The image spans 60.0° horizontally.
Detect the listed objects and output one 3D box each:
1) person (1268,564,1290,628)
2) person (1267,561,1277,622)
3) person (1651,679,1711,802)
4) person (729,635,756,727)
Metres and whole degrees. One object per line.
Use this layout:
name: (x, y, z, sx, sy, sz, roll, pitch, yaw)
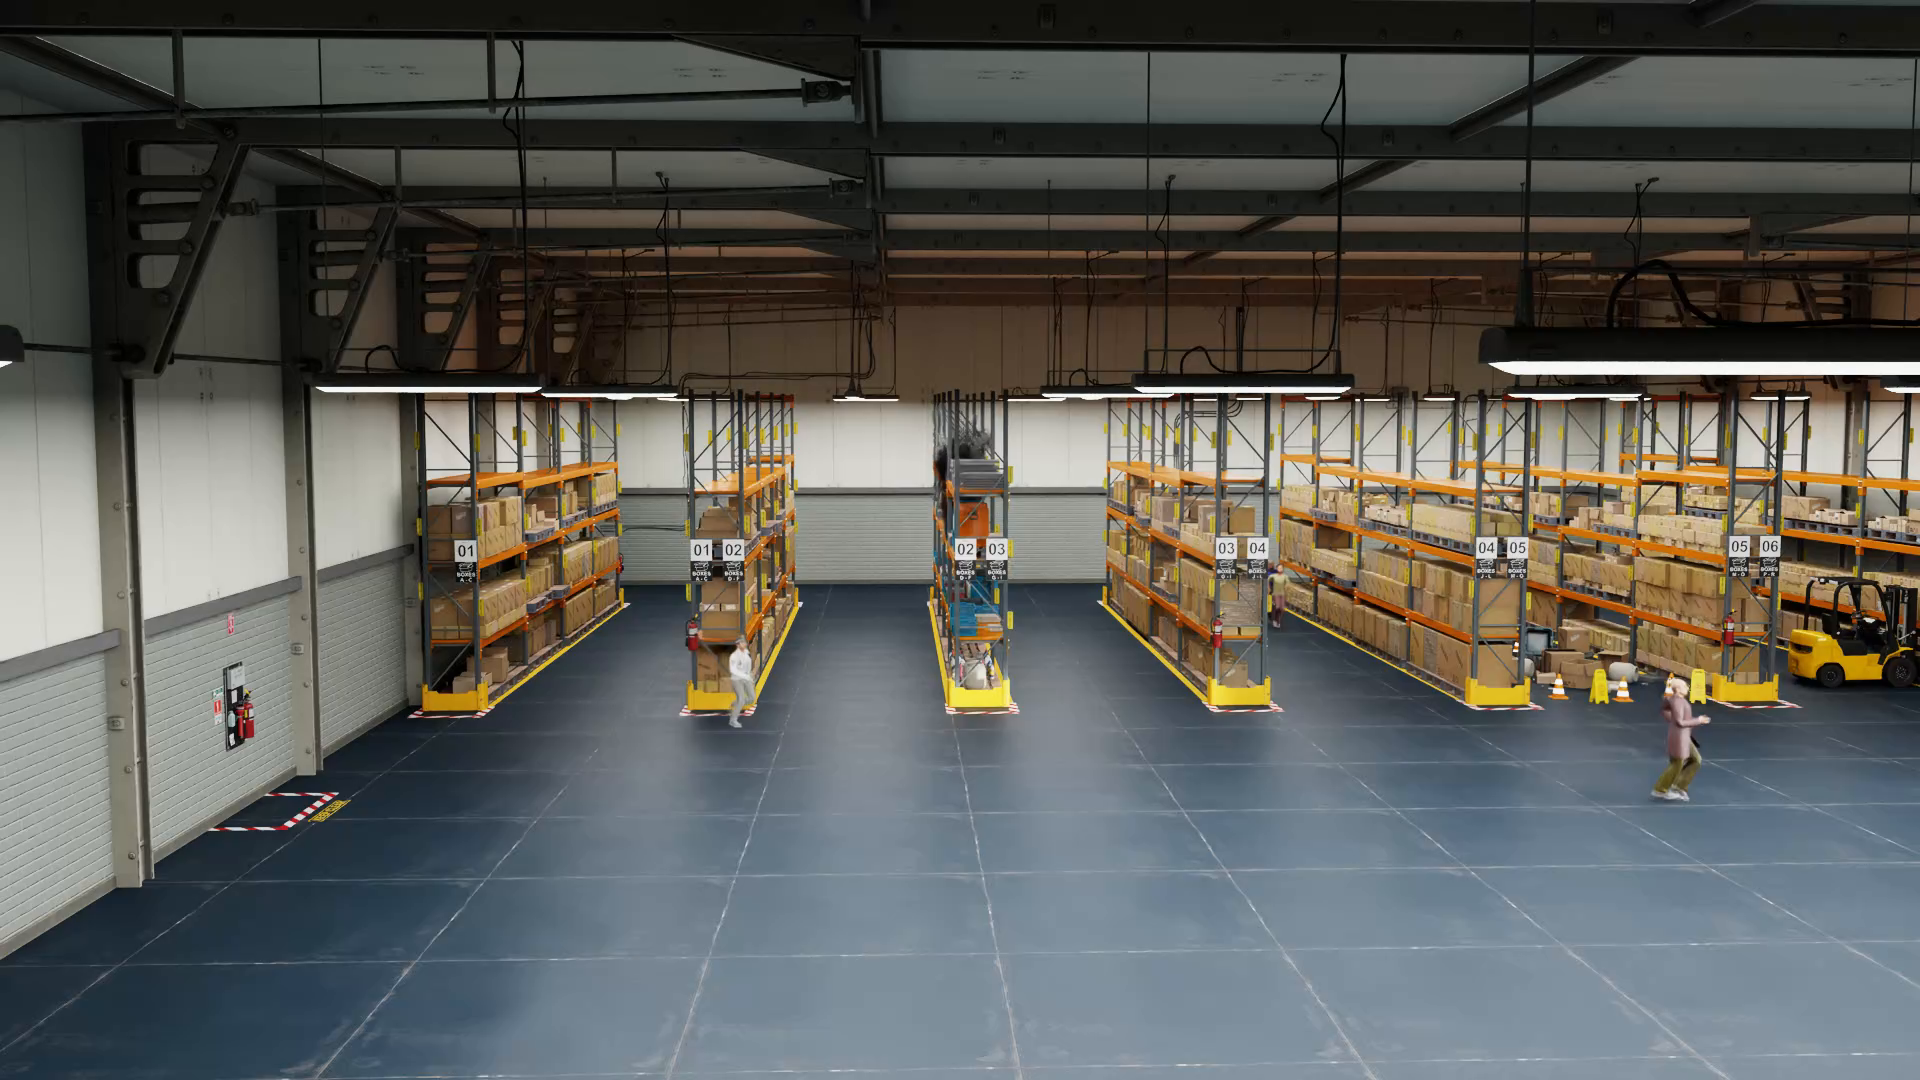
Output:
person: (8.159, 1.420, 42.501, 0.561, 1.638, 0.632, 0, 5, -5)
person: (8.203, 1.362, 43.585, 0.633, 1.621, 0.499, -1, 5, -9)
person: (10.375, 2.898, 23.903, 0.754, 1.814, 0.688, 2, 5, 26)
person: (-3.853, 2.496, 29.566, 0.581, 1.661, 0.651, 3, 5, 31)
